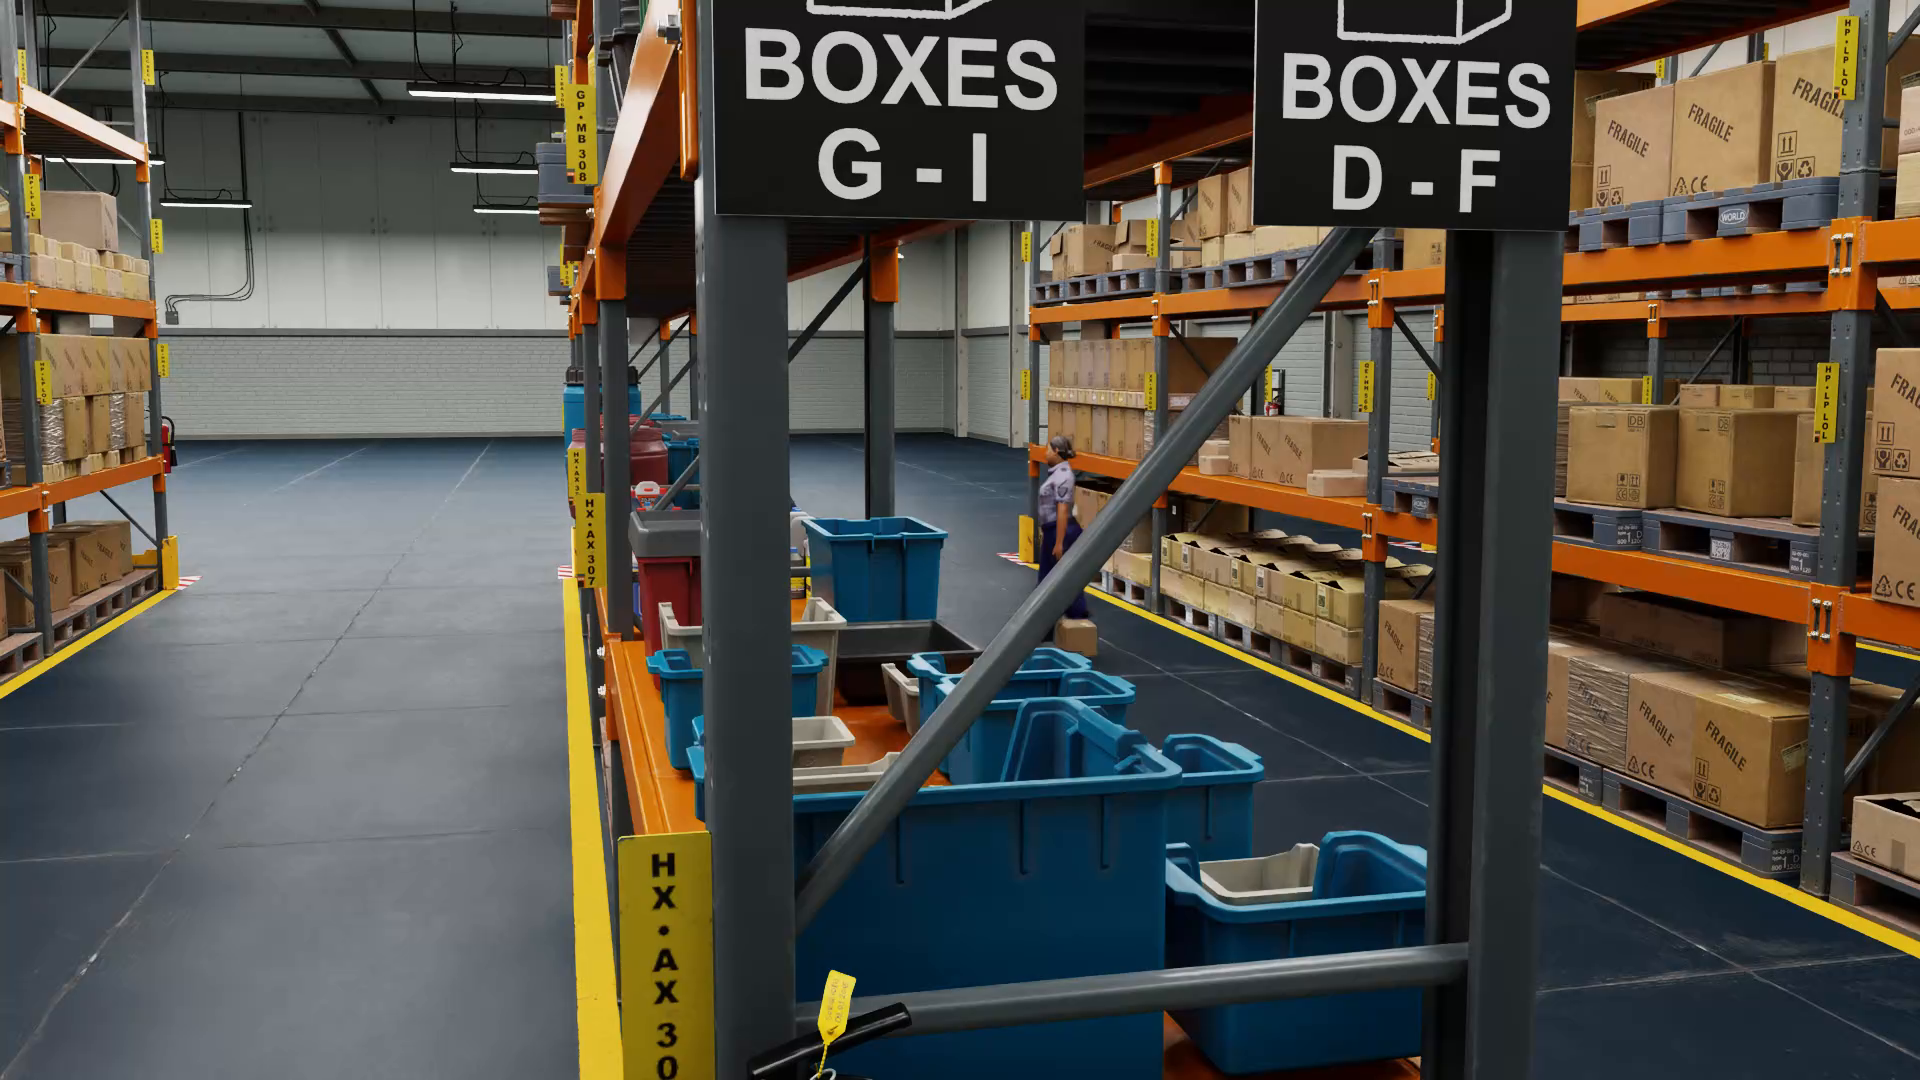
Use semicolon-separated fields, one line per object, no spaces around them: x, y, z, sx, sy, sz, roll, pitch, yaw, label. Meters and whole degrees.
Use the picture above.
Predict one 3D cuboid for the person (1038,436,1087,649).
0.723;0.015;12.929;0.540;1.648;0.580;0;6;-4;person
